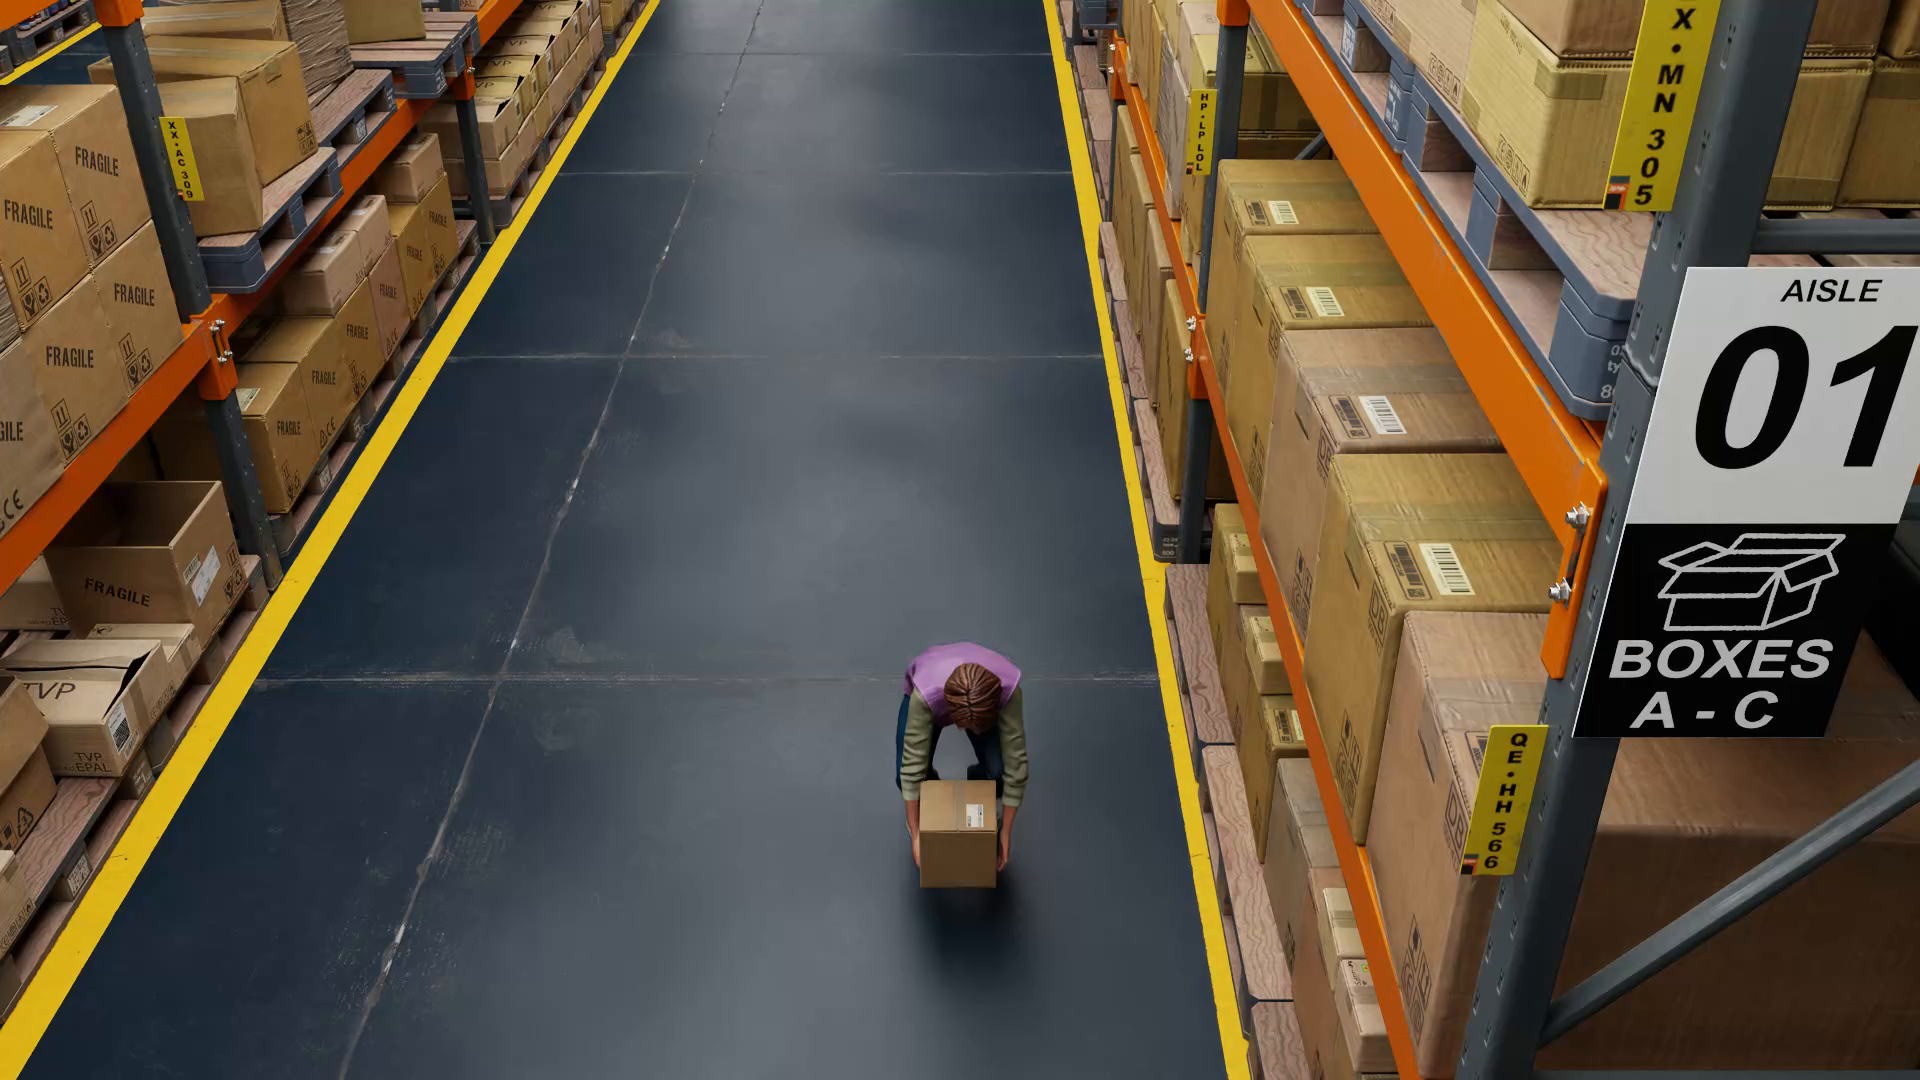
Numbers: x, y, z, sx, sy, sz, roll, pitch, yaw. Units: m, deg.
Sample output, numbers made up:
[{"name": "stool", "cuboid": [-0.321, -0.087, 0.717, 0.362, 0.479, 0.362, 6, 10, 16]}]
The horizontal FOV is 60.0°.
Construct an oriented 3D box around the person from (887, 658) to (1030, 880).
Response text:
[{"name": "person", "cuboid": [-0.005, 0.702, 5.707, 0.476, 0.877, 0.795, 0, 32, 0]}]
